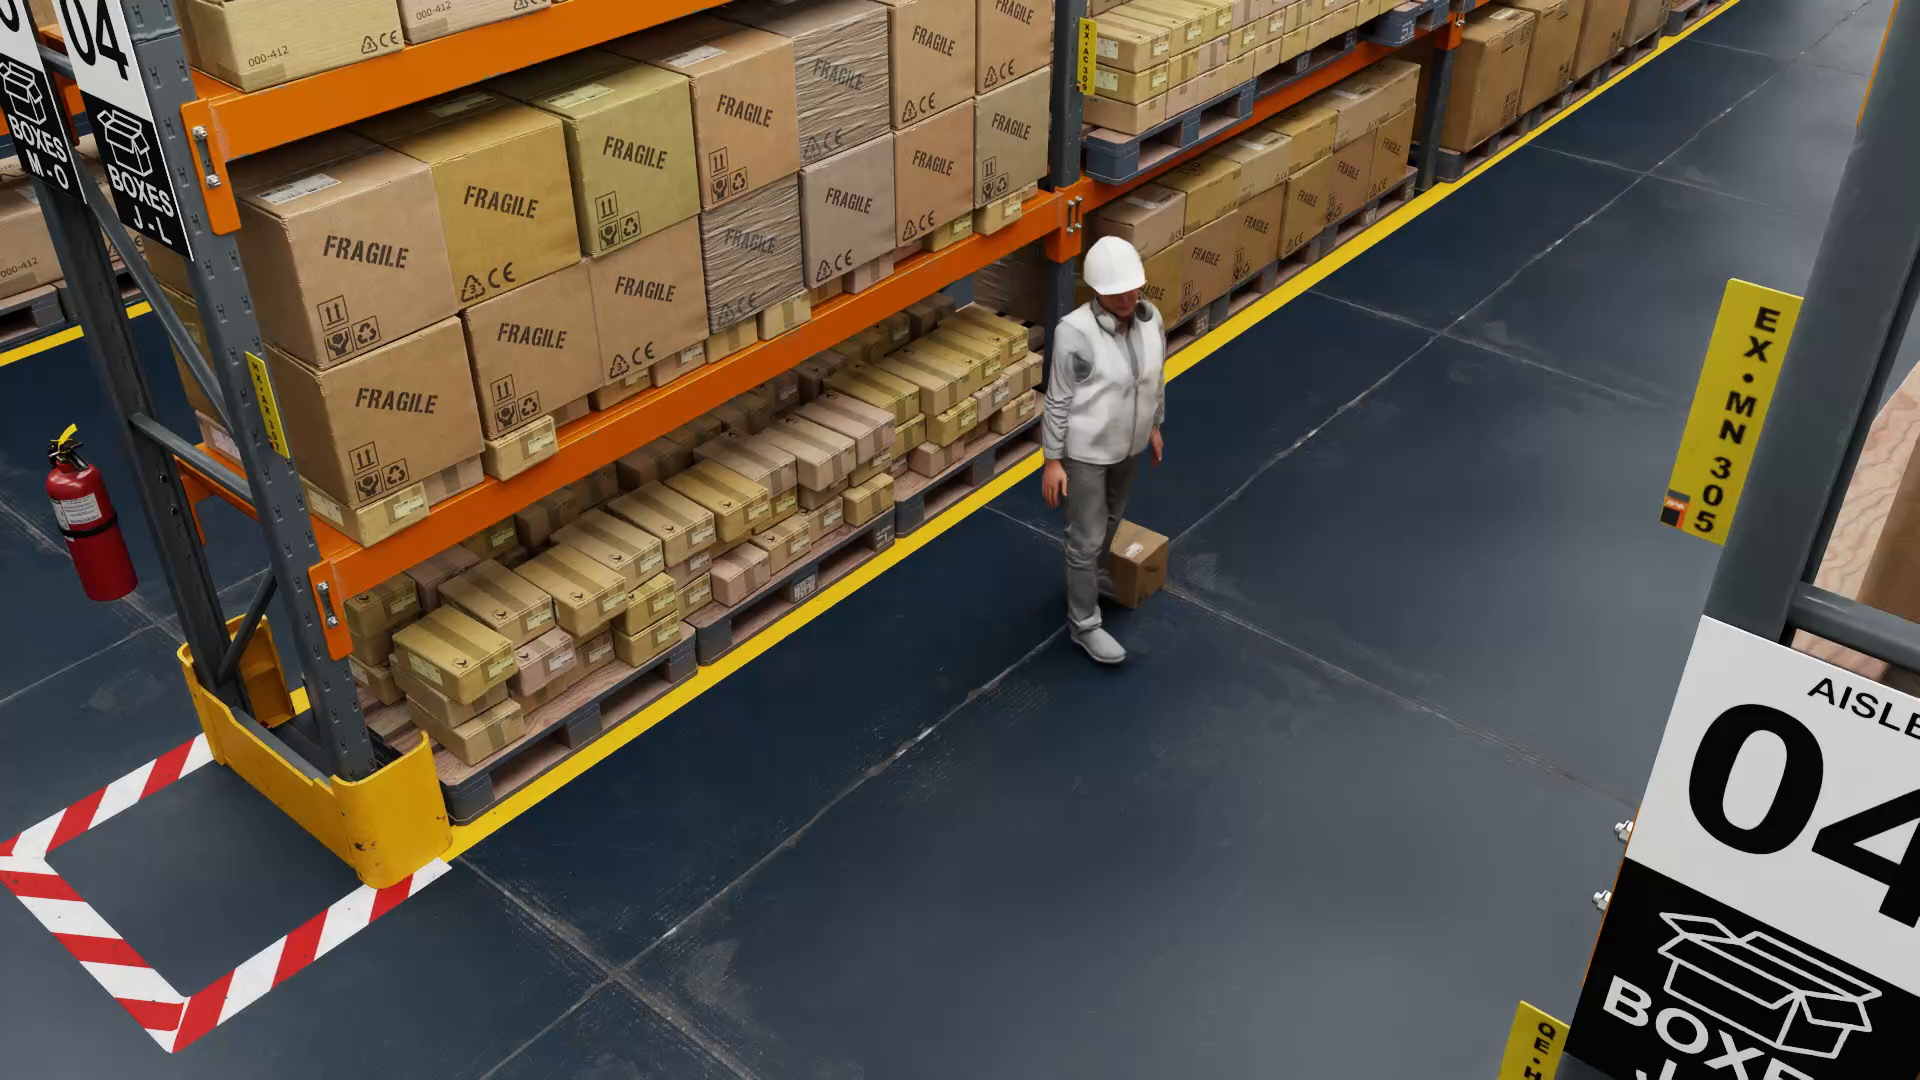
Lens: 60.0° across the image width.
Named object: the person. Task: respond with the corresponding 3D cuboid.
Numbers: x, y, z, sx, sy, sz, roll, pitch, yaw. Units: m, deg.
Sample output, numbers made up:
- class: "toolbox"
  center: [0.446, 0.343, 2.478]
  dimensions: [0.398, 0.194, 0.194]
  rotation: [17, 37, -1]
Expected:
- class: "person"
  center: [0.585, -0.367, 6.606]
  dimensions: [0.632, 1.770, 0.574]
  rotation: [-26, 43, -33]
